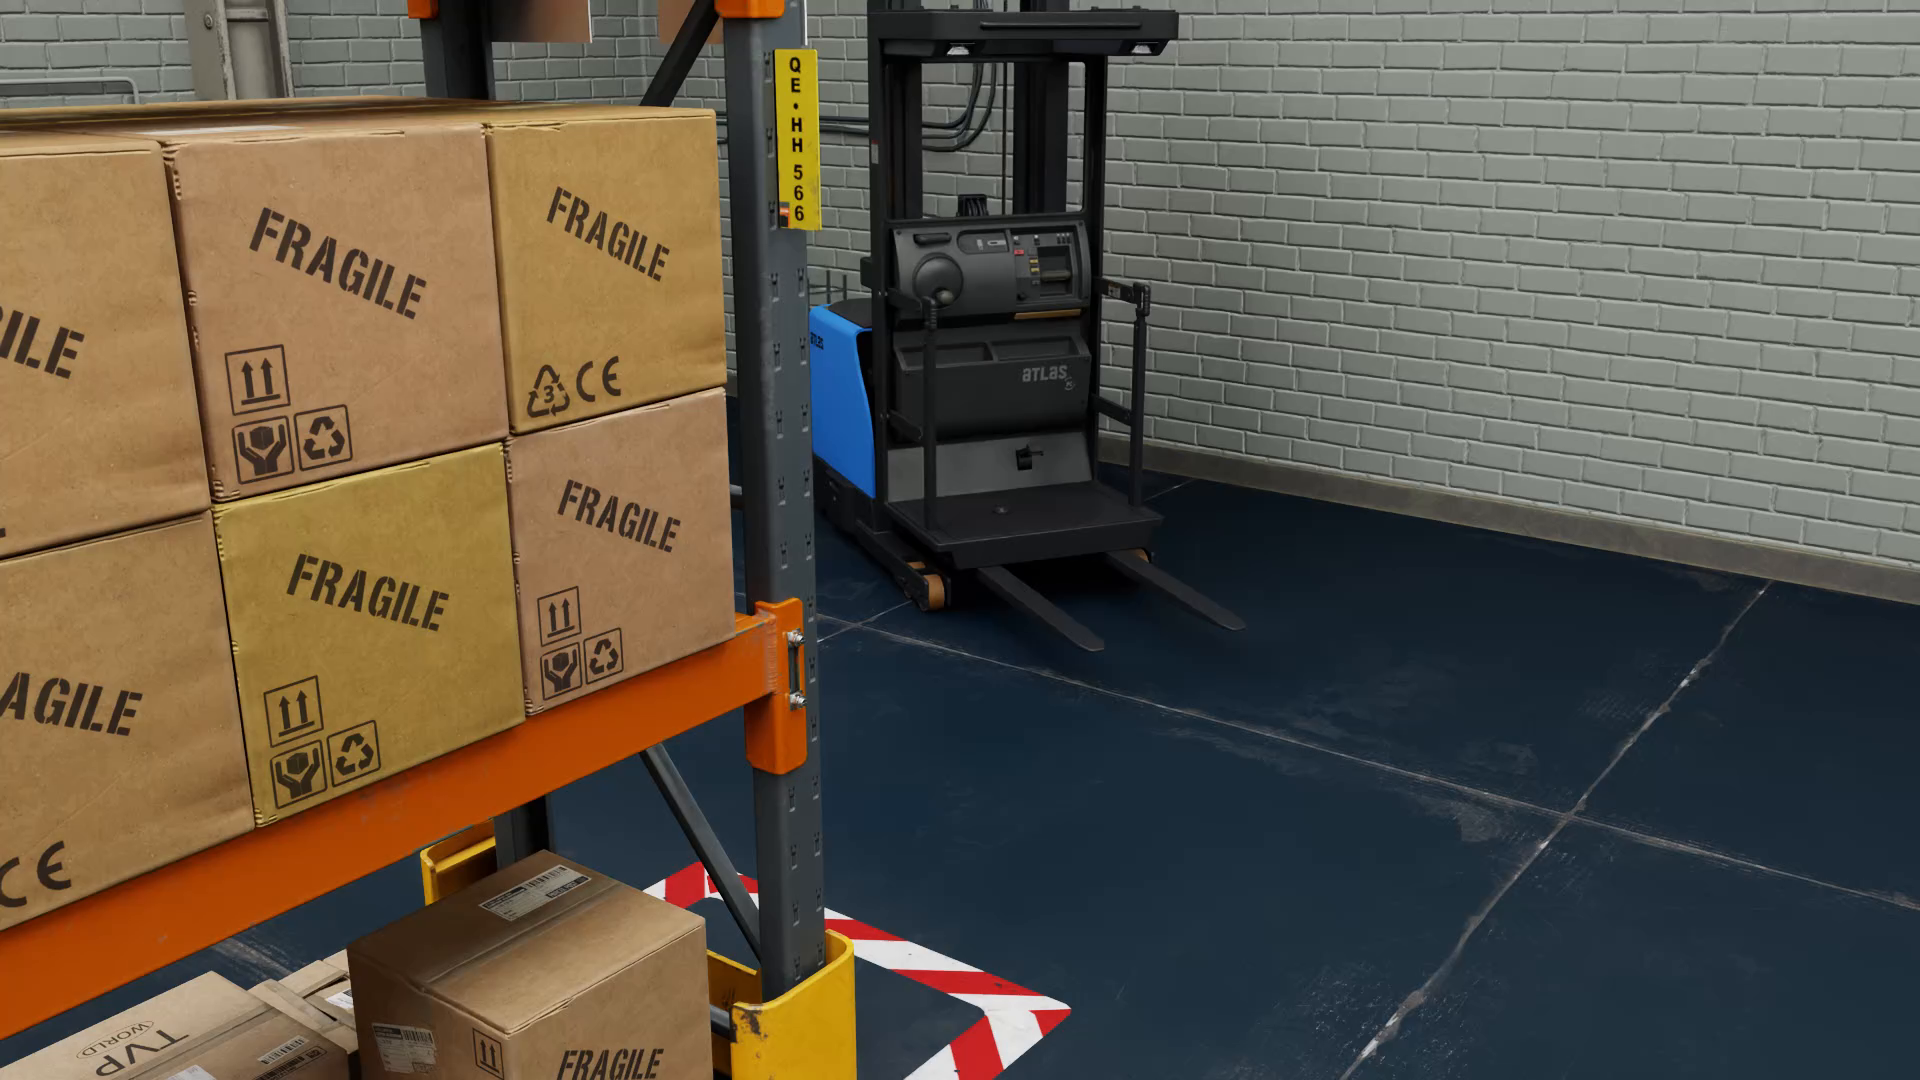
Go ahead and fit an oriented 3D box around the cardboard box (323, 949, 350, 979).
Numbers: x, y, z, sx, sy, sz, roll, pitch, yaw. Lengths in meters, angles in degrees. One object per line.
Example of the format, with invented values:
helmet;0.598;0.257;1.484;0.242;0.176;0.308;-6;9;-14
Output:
cardboard box;-1.260;1.049;3.872;0.380;0.149;0.250;12;21;35

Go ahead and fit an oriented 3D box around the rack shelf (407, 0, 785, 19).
rack shelf;-1.926;-0.754;1.768;1.077;0.370;4.000;12;21;35

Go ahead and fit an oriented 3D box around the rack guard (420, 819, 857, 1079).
rack guard;-0.780;1.071;3.952;1.175;0.500;0.348;12;21;35

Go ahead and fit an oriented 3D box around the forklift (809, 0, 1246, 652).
forklift;0.232;-1.228;7.257;1.130;2.935;3.031;-7;18;-21

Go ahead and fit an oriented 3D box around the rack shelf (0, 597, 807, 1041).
rack shelf;-1.926;0.679;2.213;1.077;0.370;4.000;12;21;35

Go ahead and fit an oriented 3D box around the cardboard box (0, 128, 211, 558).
cardboard box;-1.384;-0.267;2.191;0.500;0.500;0.500;13;22;36

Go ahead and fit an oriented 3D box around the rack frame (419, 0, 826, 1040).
rack frame;-0.734;-0.141;3.640;1.000;3.000;0.127;12;21;35

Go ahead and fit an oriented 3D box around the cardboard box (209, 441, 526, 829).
cardboard box;-1.089;0.090;2.727;0.500;0.500;0.500;13;21;35

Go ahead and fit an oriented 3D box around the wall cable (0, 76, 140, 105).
wall cable;-4.712;-1.973;7.825;0.084;1.984;1.851;12;21;35

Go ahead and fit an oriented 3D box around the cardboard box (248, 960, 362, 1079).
cardboard box;-1.409;1.101;3.677;0.380;0.166;0.250;12;21;35

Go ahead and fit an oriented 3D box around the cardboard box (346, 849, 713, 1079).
cardboard box;-0.860;1.016;3.388;0.500;0.500;0.500;12;21;35

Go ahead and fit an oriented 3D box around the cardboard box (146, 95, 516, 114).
cardboard box;-1.210;-0.607;3.286;0.500;0.500;0.500;13;22;36

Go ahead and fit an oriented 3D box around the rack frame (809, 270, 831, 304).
rack frame;-0.790;-0.833;8.902;0.240;1.200;0.006;-11;20;-31

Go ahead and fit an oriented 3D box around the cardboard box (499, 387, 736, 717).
cardboard box;-0.783;-0.034;3.127;0.500;0.500;0.500;13;22;36

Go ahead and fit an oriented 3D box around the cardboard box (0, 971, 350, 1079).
cardboard box;-1.584;1.161;3.343;0.500;0.250;0.500;12;21;35

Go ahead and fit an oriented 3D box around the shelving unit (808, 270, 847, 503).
shelving unit;-0.741;-0.810;8.828;0.258;1.200;0.189;-11;20;-31

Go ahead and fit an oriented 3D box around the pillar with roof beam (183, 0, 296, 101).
pillar with roof beam;-0.343;-3.916;5.679;9.100;9.000;0.400;12;21;35

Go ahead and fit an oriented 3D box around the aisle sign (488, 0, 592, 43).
aisle sign;-0.930;-1.451;3.474;0.394;0.787;0.004;12;21;35

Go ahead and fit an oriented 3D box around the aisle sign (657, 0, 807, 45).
aisle sign;-0.448;-1.345;3.132;0.394;0.787;0.004;12;21;35

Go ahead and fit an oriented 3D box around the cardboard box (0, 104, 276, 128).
cardboard box;-1.516;-0.481;2.881;0.500;0.500;0.500;13;21;35

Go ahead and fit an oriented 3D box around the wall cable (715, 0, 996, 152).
wall cable;-1.058;-3.681;10.161;3.097;2.526;0.112;12;21;35

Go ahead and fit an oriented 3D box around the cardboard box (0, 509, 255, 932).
cardboard box;-1.391;0.208;2.347;0.500;0.500;0.500;13;21;35

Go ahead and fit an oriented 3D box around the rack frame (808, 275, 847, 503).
rack frame;-0.692;-0.787;8.754;0.240;1.200;0.006;-11;20;-31

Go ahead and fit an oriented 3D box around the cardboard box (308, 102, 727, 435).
cardboard box;-0.779;-0.512;2.979;0.500;0.500;0.500;12;21;34

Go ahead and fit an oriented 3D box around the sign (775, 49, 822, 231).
sign;-0.301;-0.742;3.090;0.100;0.325;0.005;12;21;35

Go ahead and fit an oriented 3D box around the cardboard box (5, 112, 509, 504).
cardboard box;-1.079;-0.391;2.591;0.500;0.500;0.500;13;22;36
